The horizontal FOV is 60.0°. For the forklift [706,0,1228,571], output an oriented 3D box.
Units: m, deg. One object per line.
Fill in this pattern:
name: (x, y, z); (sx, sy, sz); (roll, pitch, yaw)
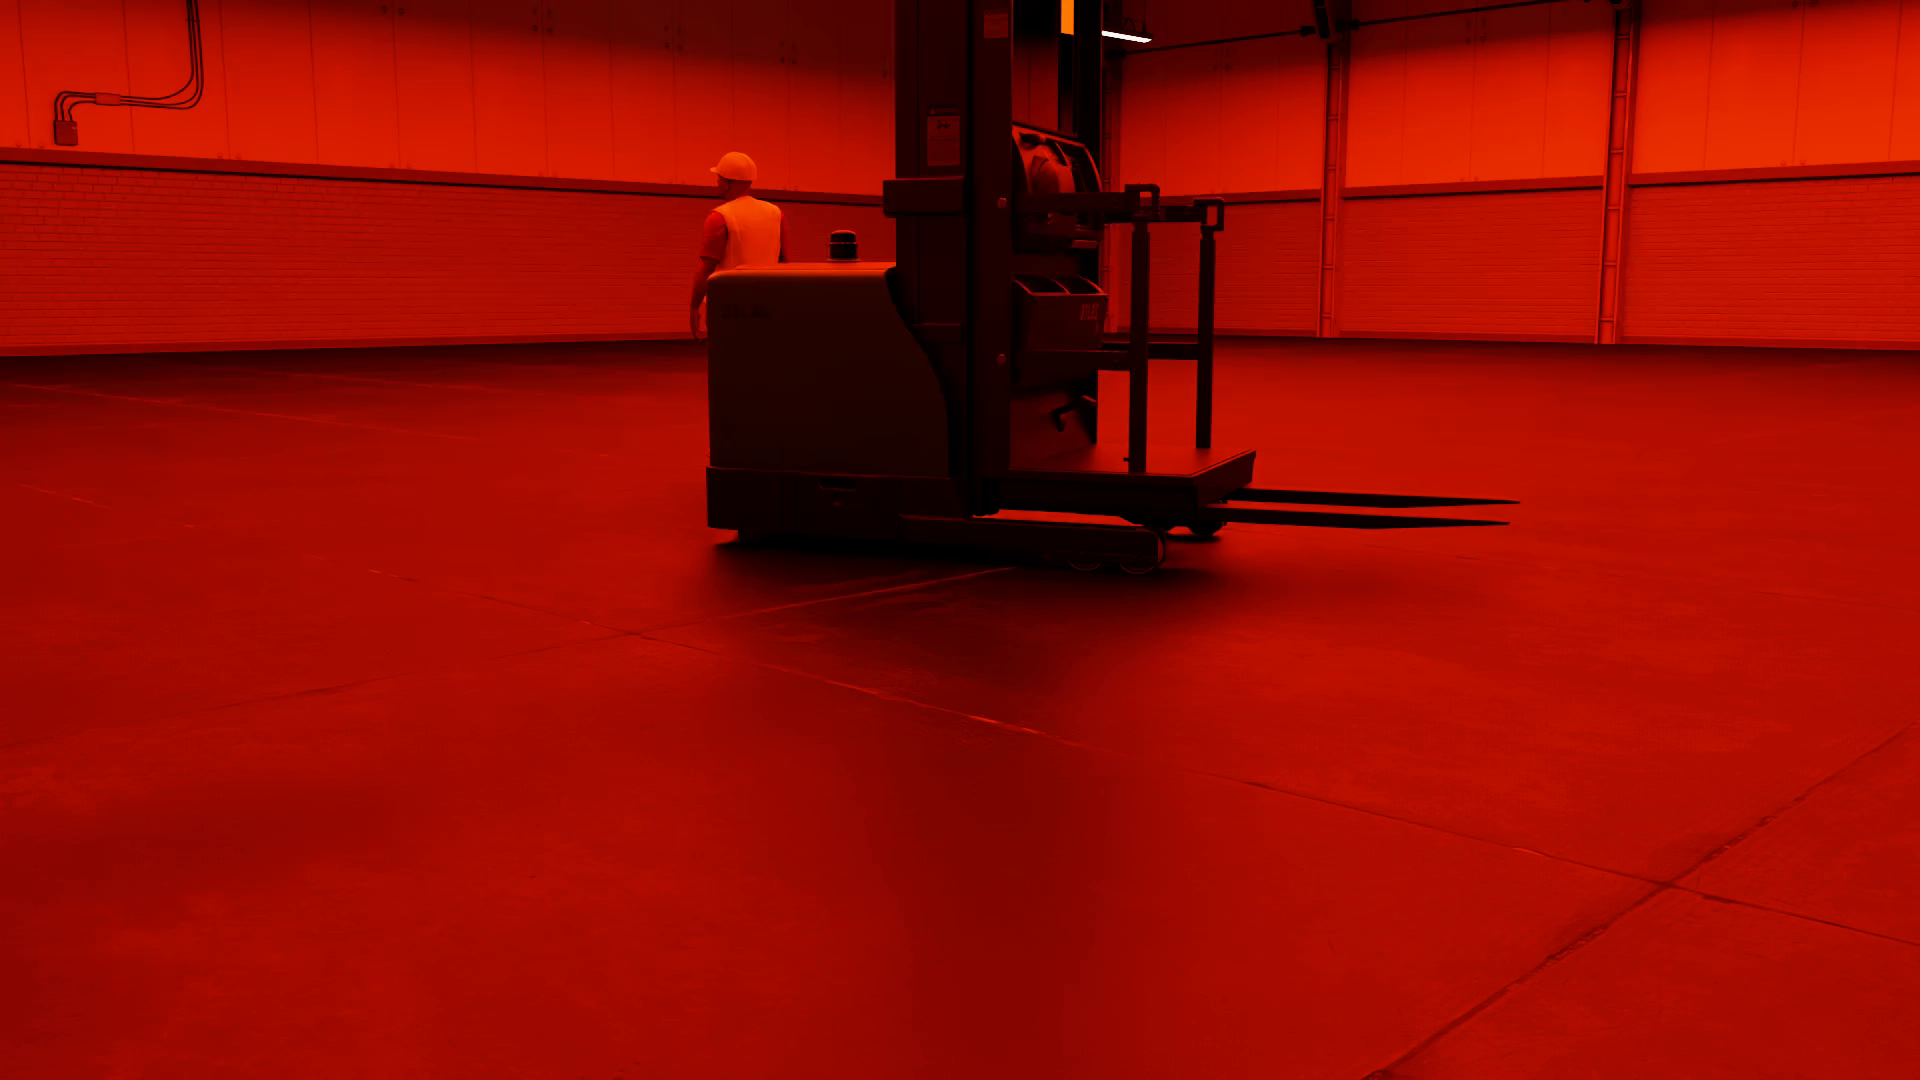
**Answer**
forklift: (0.058, -1.402, 6.483); (1.939, 2.843, 1.129); (3, 9, 22)

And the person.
person: (-1.329, -1.344, 9.665); (0.576, 1.767, 0.666); (8, 12, 44)
